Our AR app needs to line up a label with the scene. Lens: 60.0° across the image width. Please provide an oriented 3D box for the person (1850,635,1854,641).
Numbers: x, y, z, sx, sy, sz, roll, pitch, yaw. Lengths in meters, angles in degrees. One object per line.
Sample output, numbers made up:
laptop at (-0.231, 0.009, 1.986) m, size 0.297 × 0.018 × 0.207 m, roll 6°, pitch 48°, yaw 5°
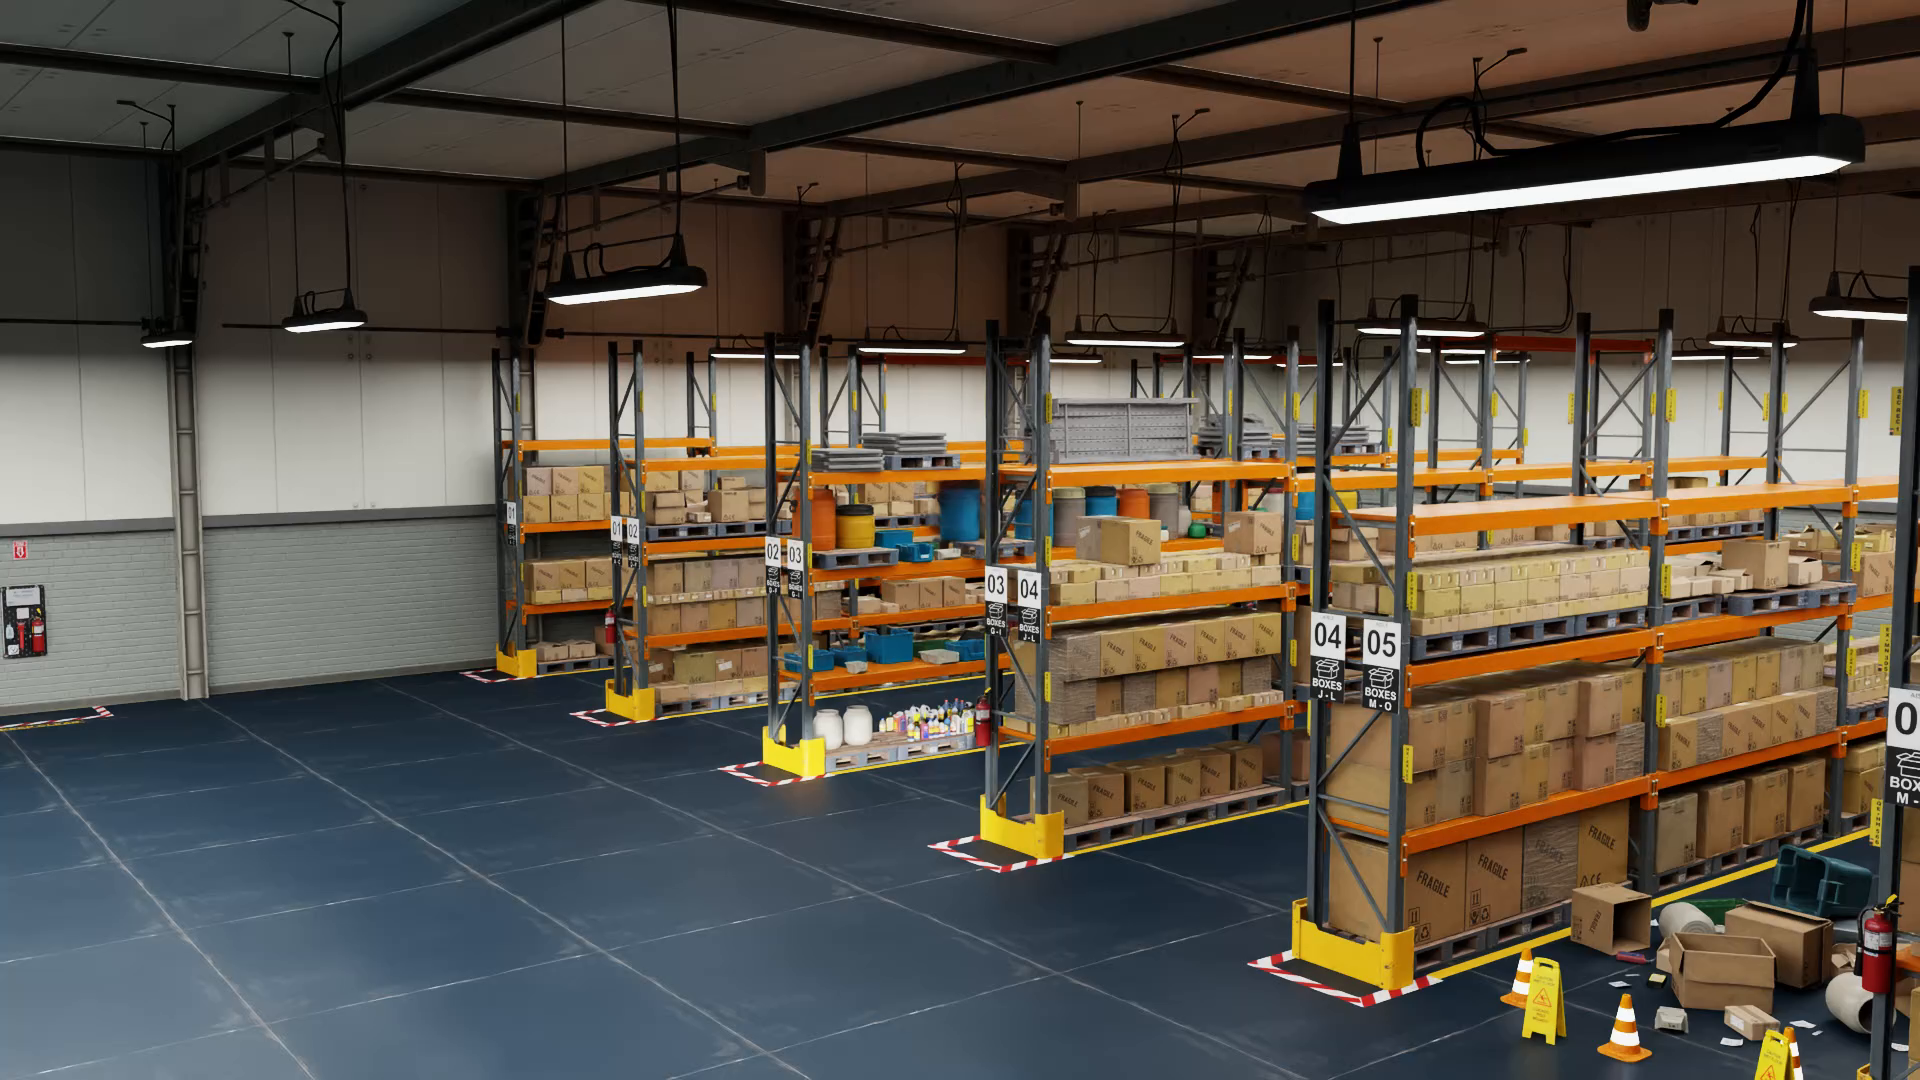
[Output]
person at (12.568, 2.222, 23.744) m, size 0.649 × 1.741 × 0.649 m, roll 3°, pitch 6°, yaw 30°
